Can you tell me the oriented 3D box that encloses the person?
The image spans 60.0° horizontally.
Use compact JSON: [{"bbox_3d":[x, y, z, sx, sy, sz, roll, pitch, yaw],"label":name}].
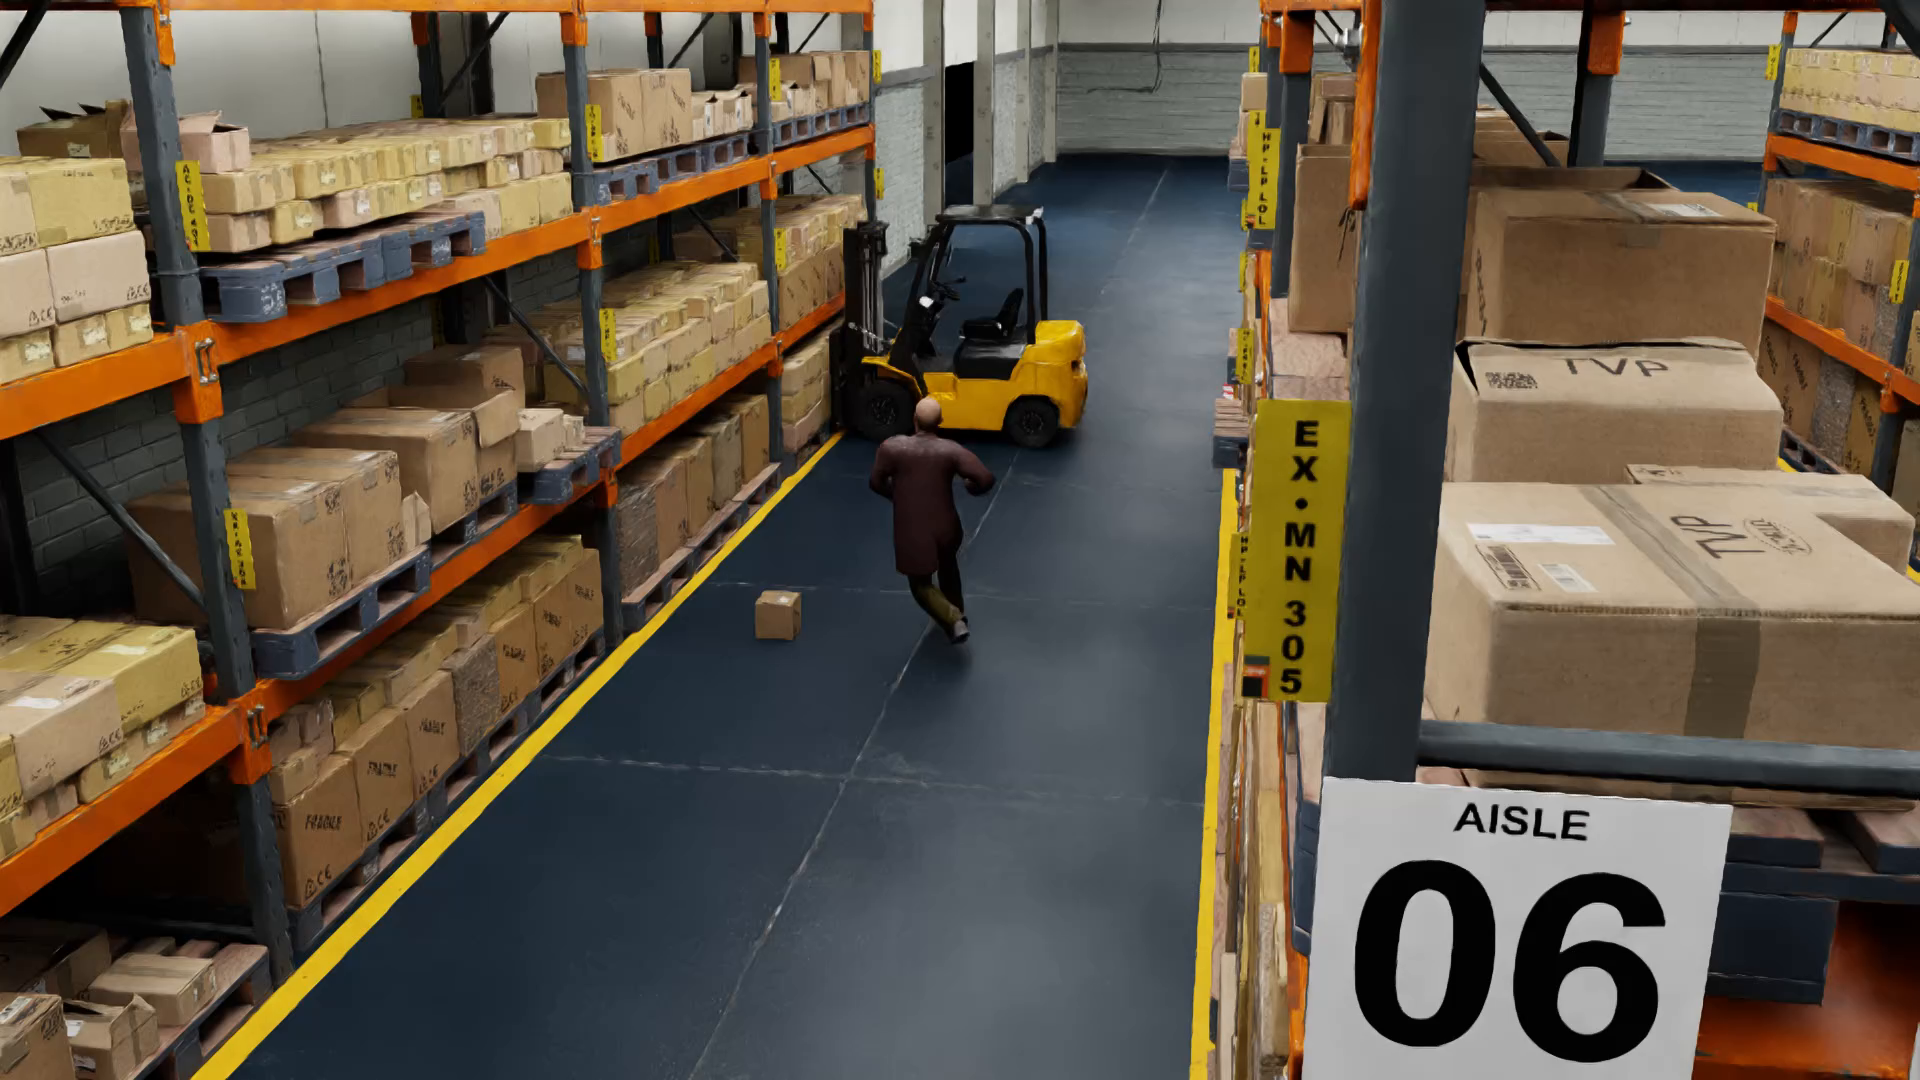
[{"bbox_3d":[-0.198,-0.124,10.704,0.770,1.635,1.079,-6,19,-18],"label":"person"}]
